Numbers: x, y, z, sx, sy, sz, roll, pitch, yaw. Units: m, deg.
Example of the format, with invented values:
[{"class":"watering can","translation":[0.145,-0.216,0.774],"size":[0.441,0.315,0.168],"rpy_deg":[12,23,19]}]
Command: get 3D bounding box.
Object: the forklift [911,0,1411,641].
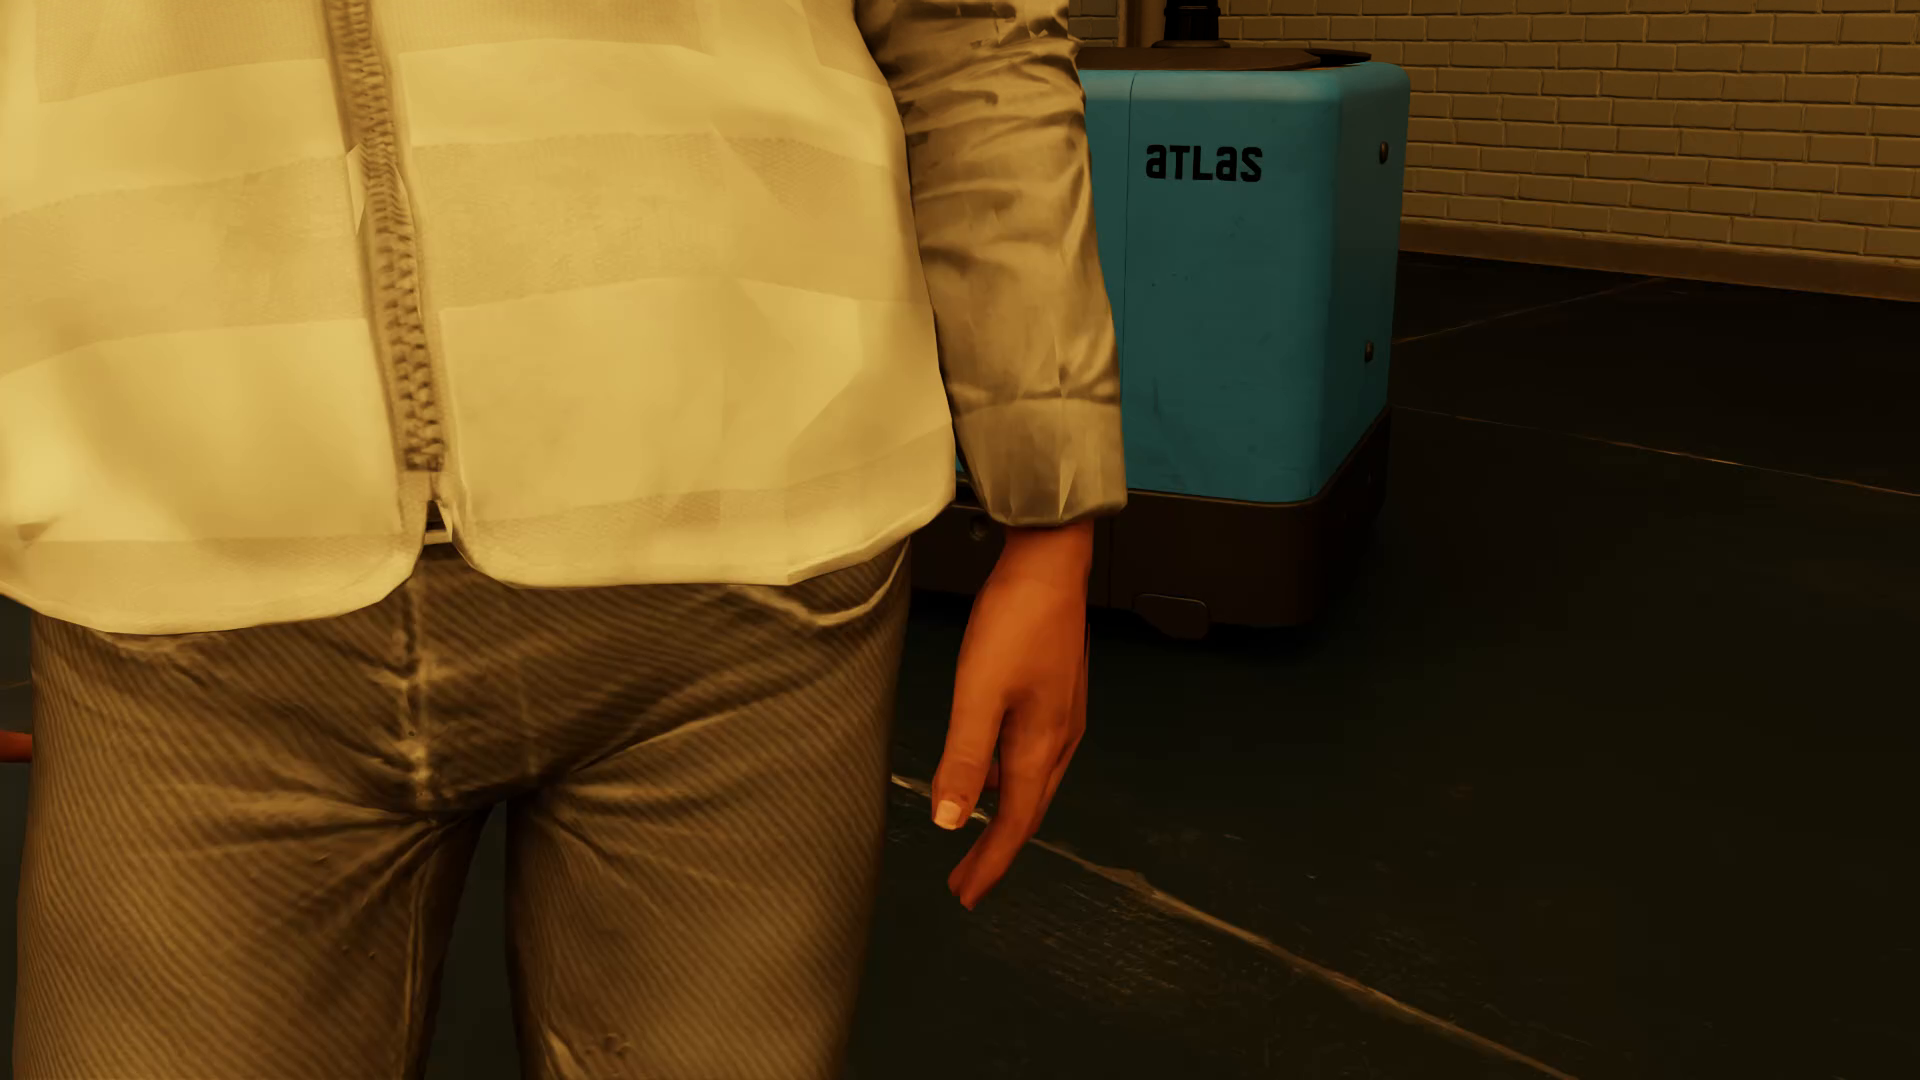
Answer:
[{"class":"forklift","translation":[-0.563,-1.469,3.684],"size":[3.031,2.935,1.130],"rpy_deg":[7,18,21]}]
